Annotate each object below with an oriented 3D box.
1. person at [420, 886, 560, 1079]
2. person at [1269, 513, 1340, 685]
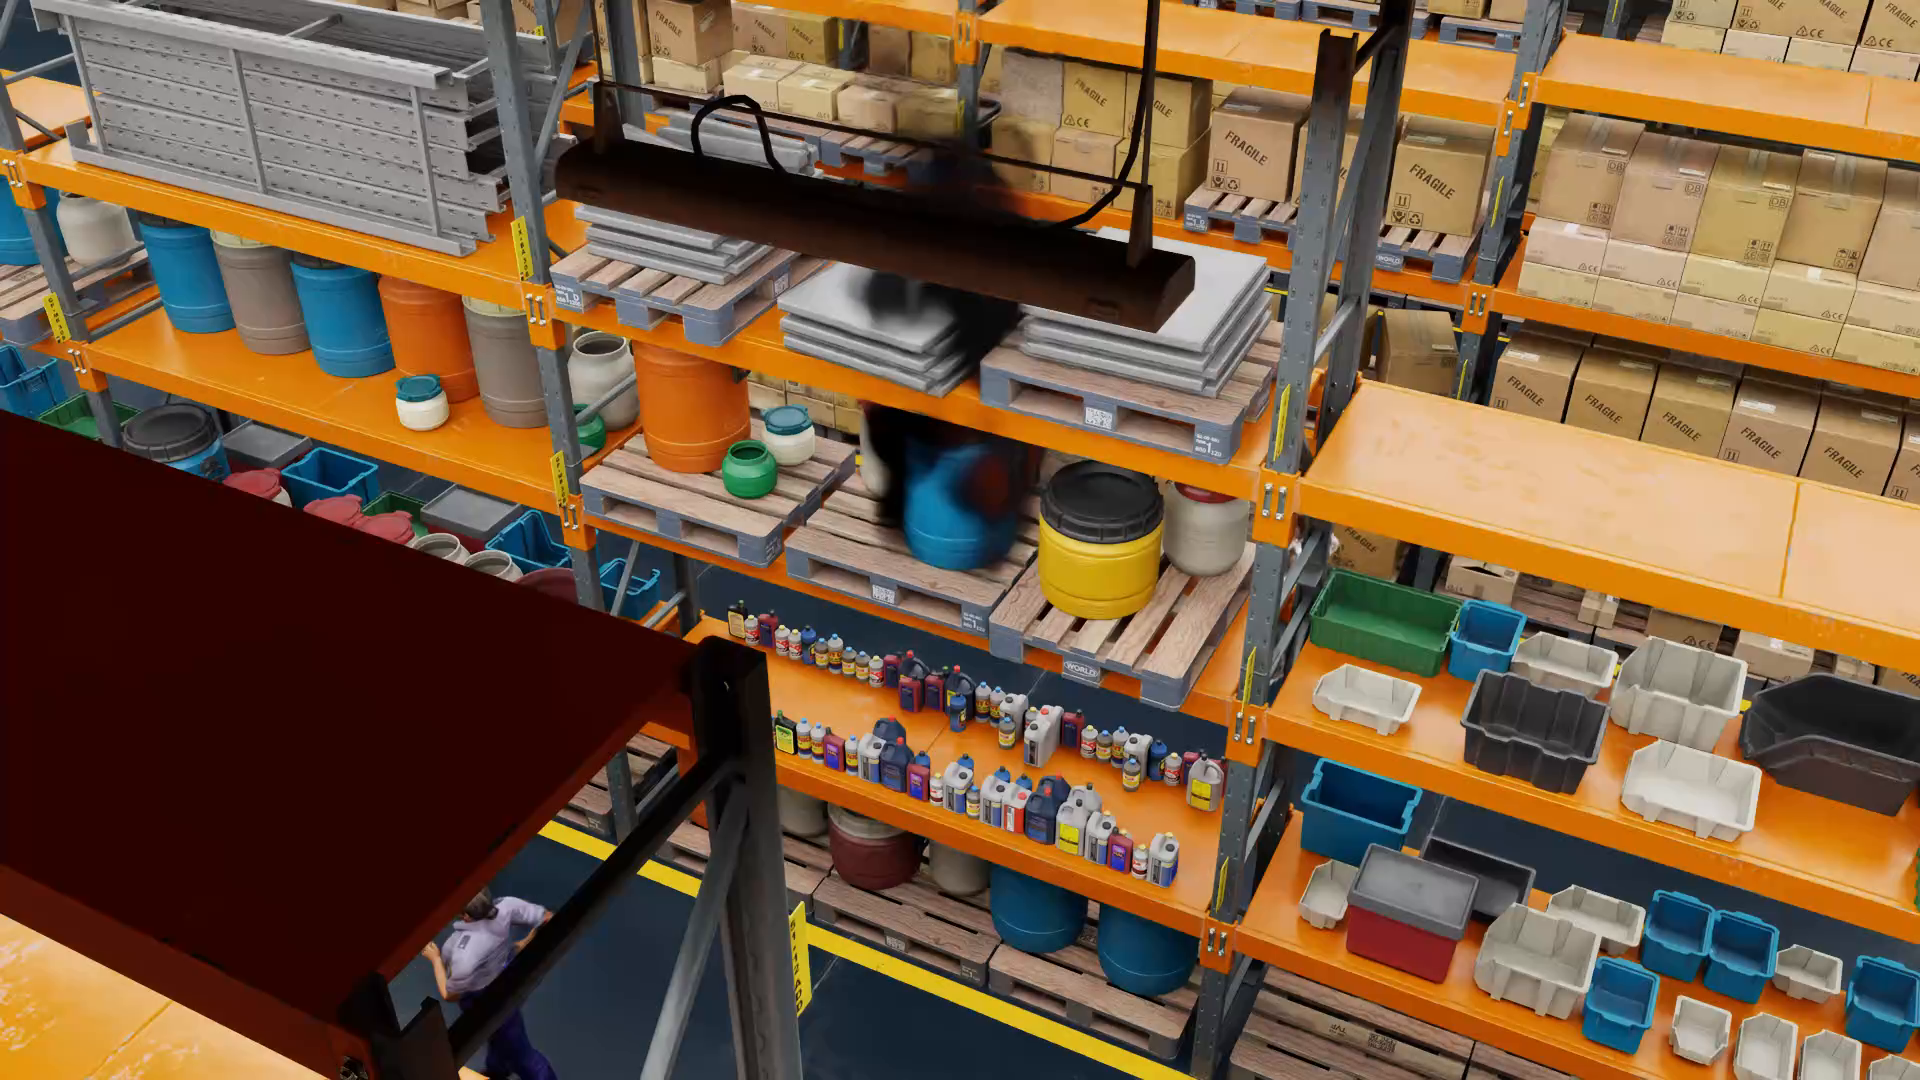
[{"bbox_3d":[-2.385,2.377,8.567,0.723,1.746,0.579,7,36,10],"label":"person"},{"bbox_3d":[2.273,0.425,11.394,0.672,1.671,0.503,7,36,9],"label":"person"}]
